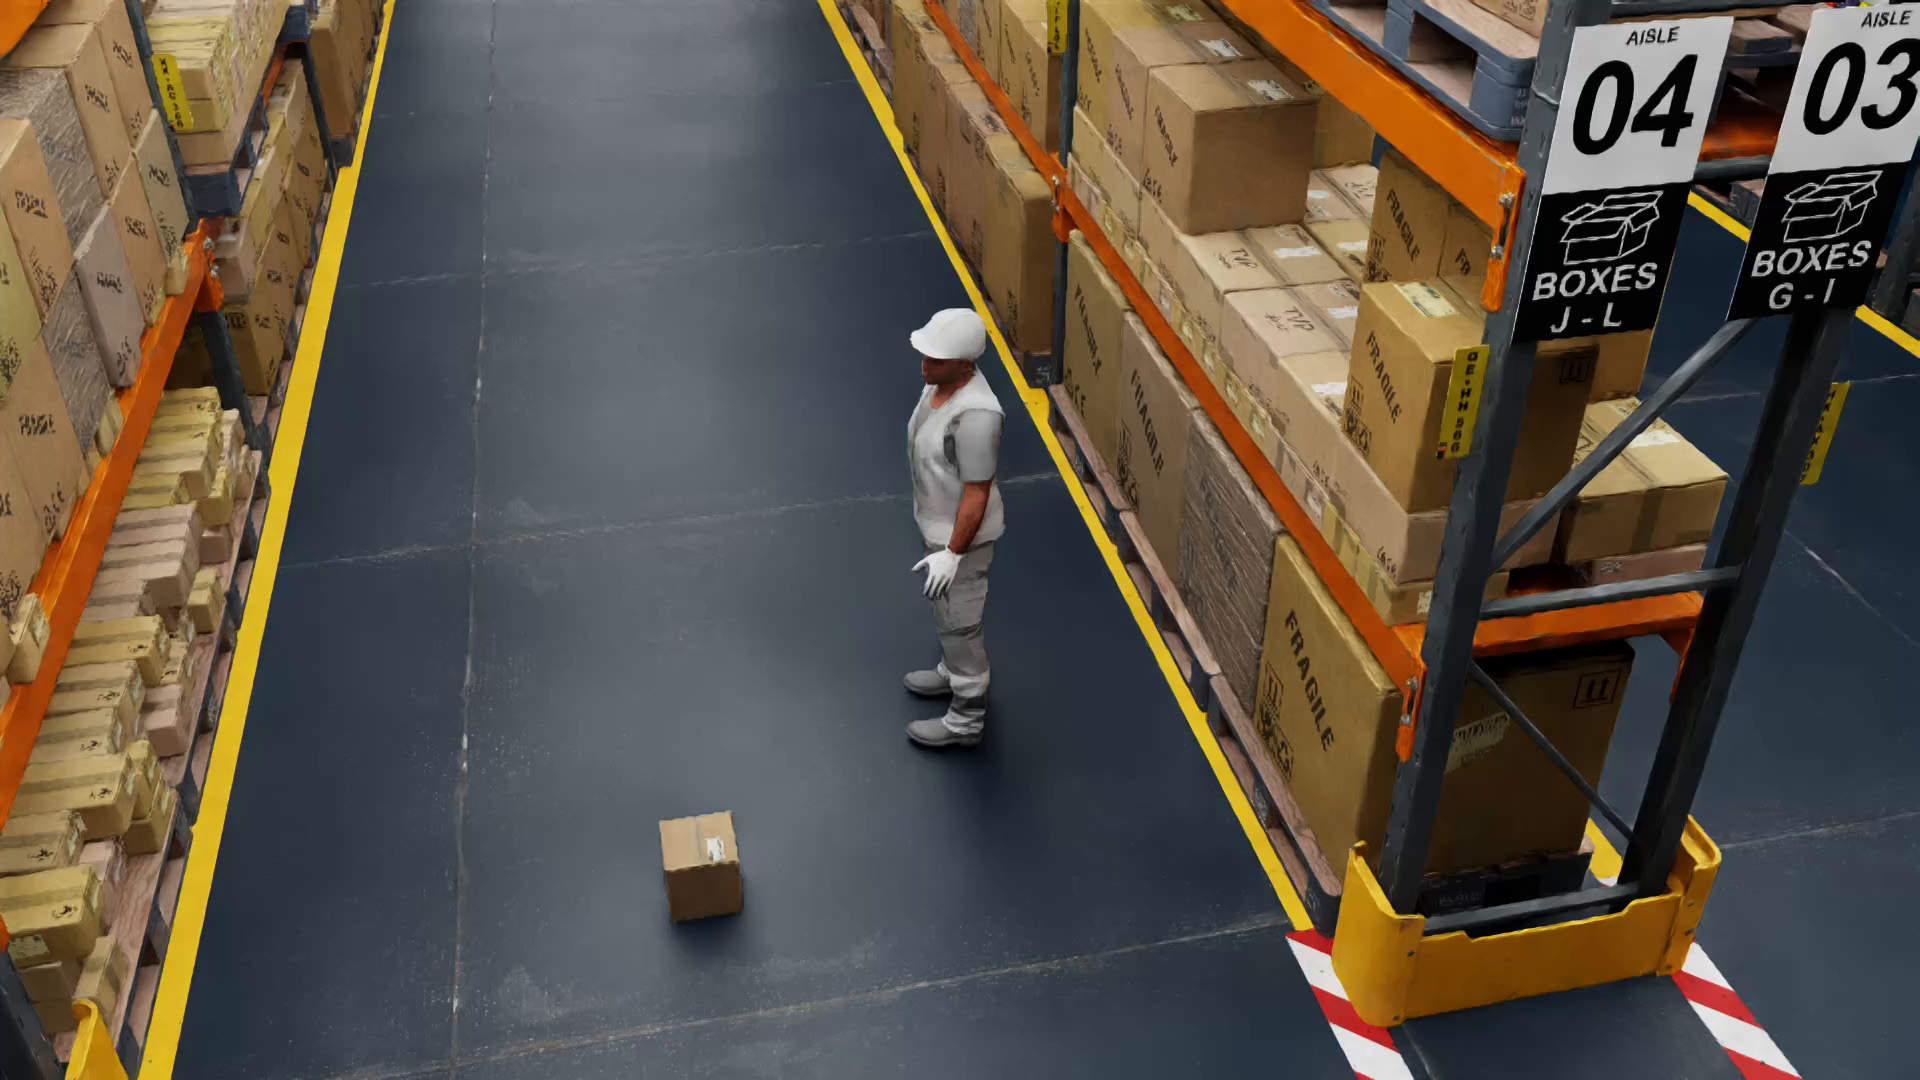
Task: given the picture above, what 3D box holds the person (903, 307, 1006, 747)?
[{"bbox_3d":[-0.042,-0.035,6.129,0.385,1.795,0.577,-8,35,-12],"label":"person"}]
